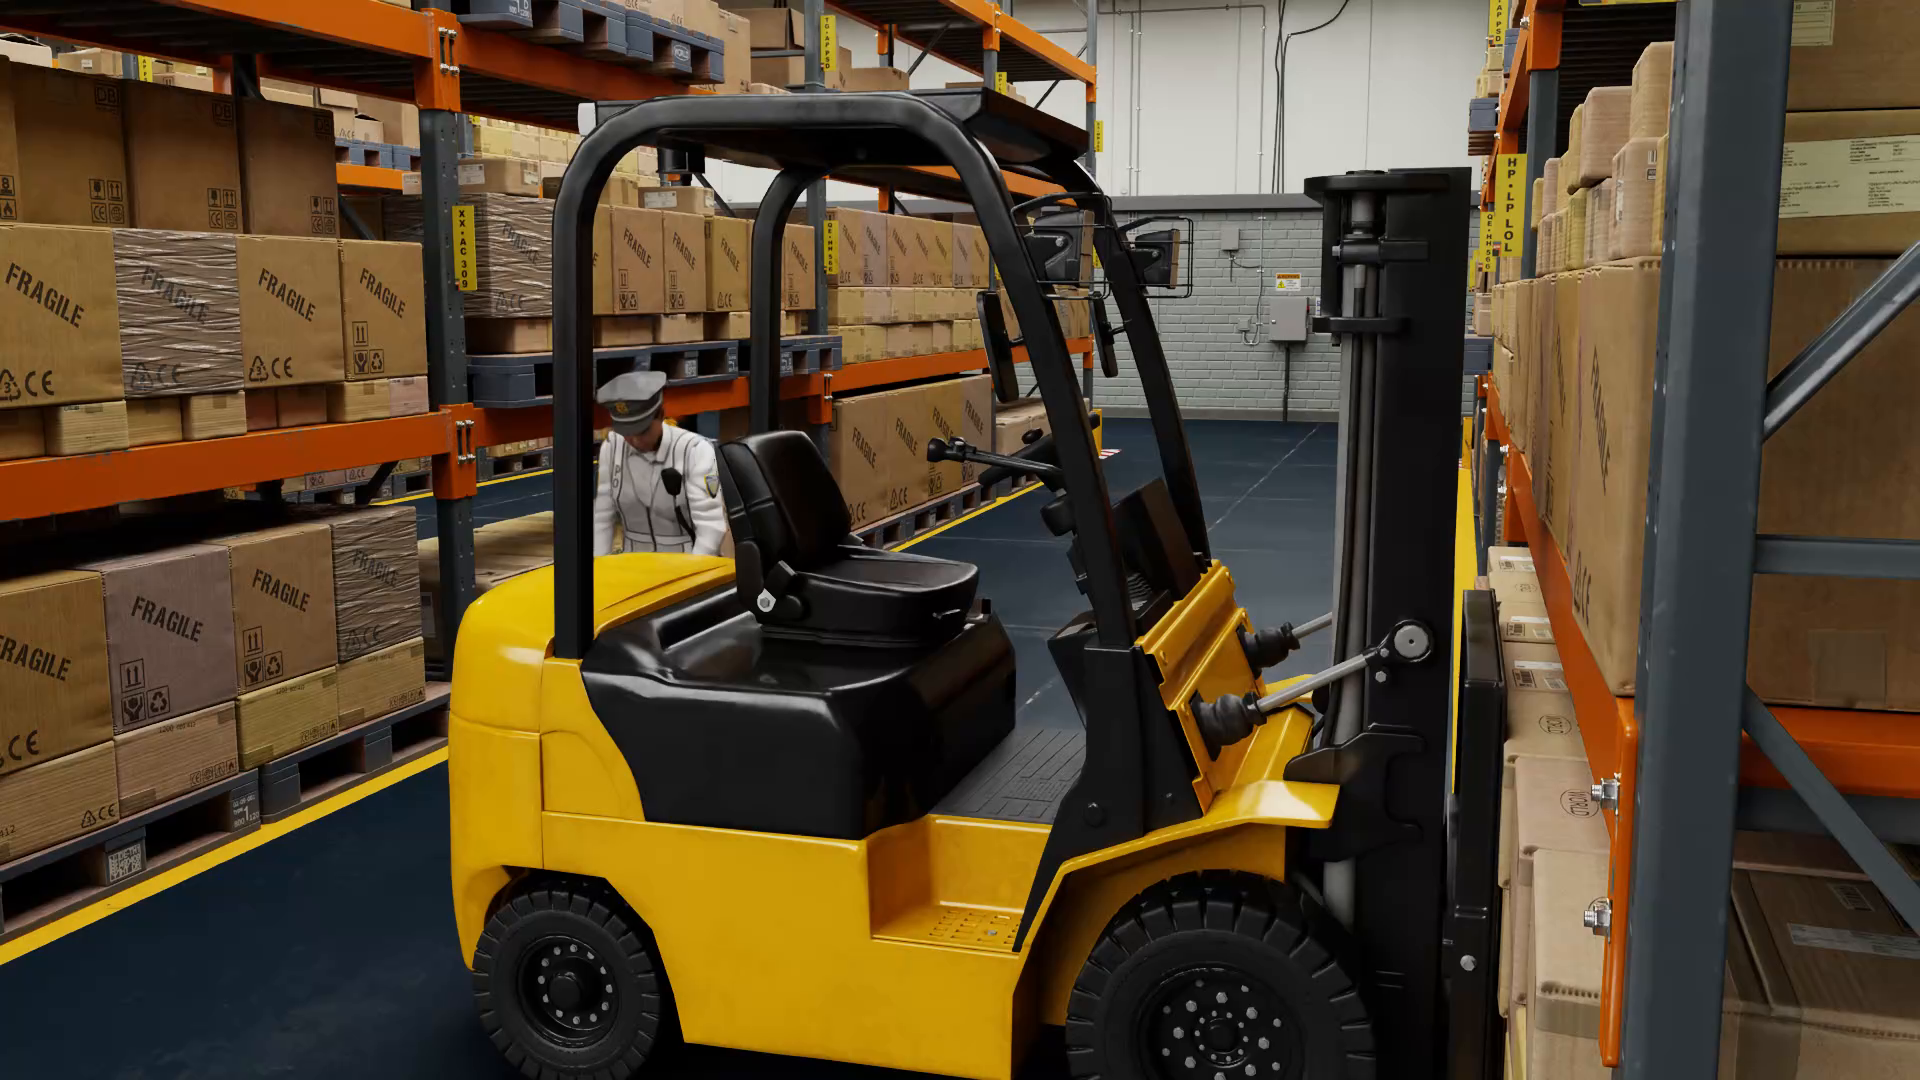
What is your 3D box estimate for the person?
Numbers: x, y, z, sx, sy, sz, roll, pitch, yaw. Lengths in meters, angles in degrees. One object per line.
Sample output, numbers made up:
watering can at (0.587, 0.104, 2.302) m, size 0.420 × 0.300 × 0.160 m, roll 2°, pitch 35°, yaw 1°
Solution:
person at (-1.076, 0.139, 6.001) m, size 0.529 × 1.501 × 0.612 m, roll 3°, pitch 9°, yaw 17°
